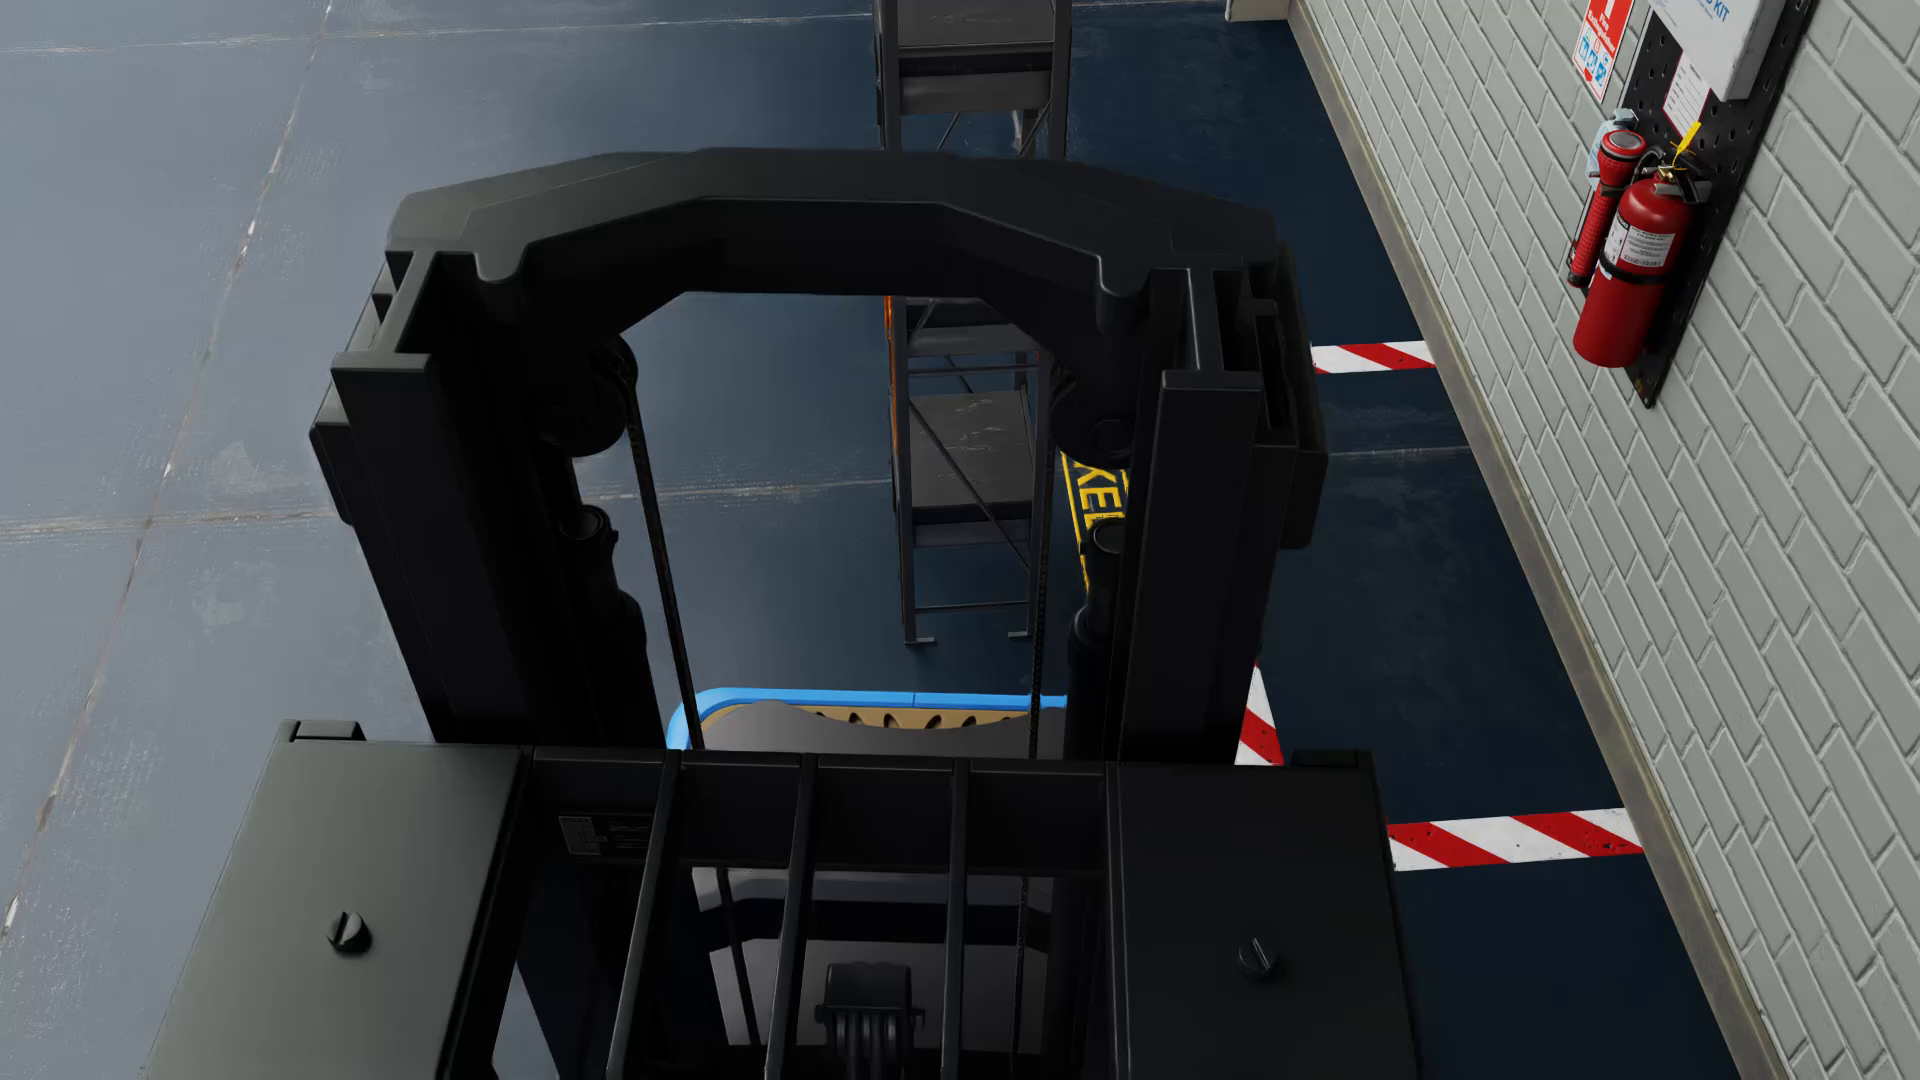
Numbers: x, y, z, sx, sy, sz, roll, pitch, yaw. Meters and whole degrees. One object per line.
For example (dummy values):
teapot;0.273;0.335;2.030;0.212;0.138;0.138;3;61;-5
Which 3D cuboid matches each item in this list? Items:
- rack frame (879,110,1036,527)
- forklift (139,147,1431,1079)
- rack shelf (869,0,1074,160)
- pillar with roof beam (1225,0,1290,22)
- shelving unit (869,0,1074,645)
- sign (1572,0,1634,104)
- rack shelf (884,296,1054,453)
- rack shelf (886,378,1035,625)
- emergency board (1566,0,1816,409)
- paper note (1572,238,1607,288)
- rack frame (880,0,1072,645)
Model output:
rack frame;-0.007;-0.779;4.541;0.400;2.100;0.015;-3;47;-3
forklift;-0.145;1.120;2.171;1.130;2.935;3.031;1;47;1
rack shelf;0.014;-1.074;3.876;0.431;0.518;0.480;-3;47;-3
pillar with roof beam;-2.956;-5.308;4.079;9.100;9.000;0.400;-3;47;-3
shelving unit;0.014;-0.602;4.374;0.431;2.100;0.503;-3;47;-3
sign;1.724;-1.374;4.461;0.001;0.329;0.234;-3;47;-3
rack shelf;0.014;-0.593;4.384;0.431;0.518;0.480;-3;47;-3
rack shelf;0.014;-0.112;4.892;0.431;0.518;0.480;-3;47;-3
emergency board;1.667;-0.956;4.089;0.194;1.169;0.643;-3;47;-3
paper note;1.721;-0.785;4.534;0.016;0.148;0.142;-3;47;-3
rack frame;0.034;-0.426;4.207;0.400;2.100;0.015;-3;47;-3
